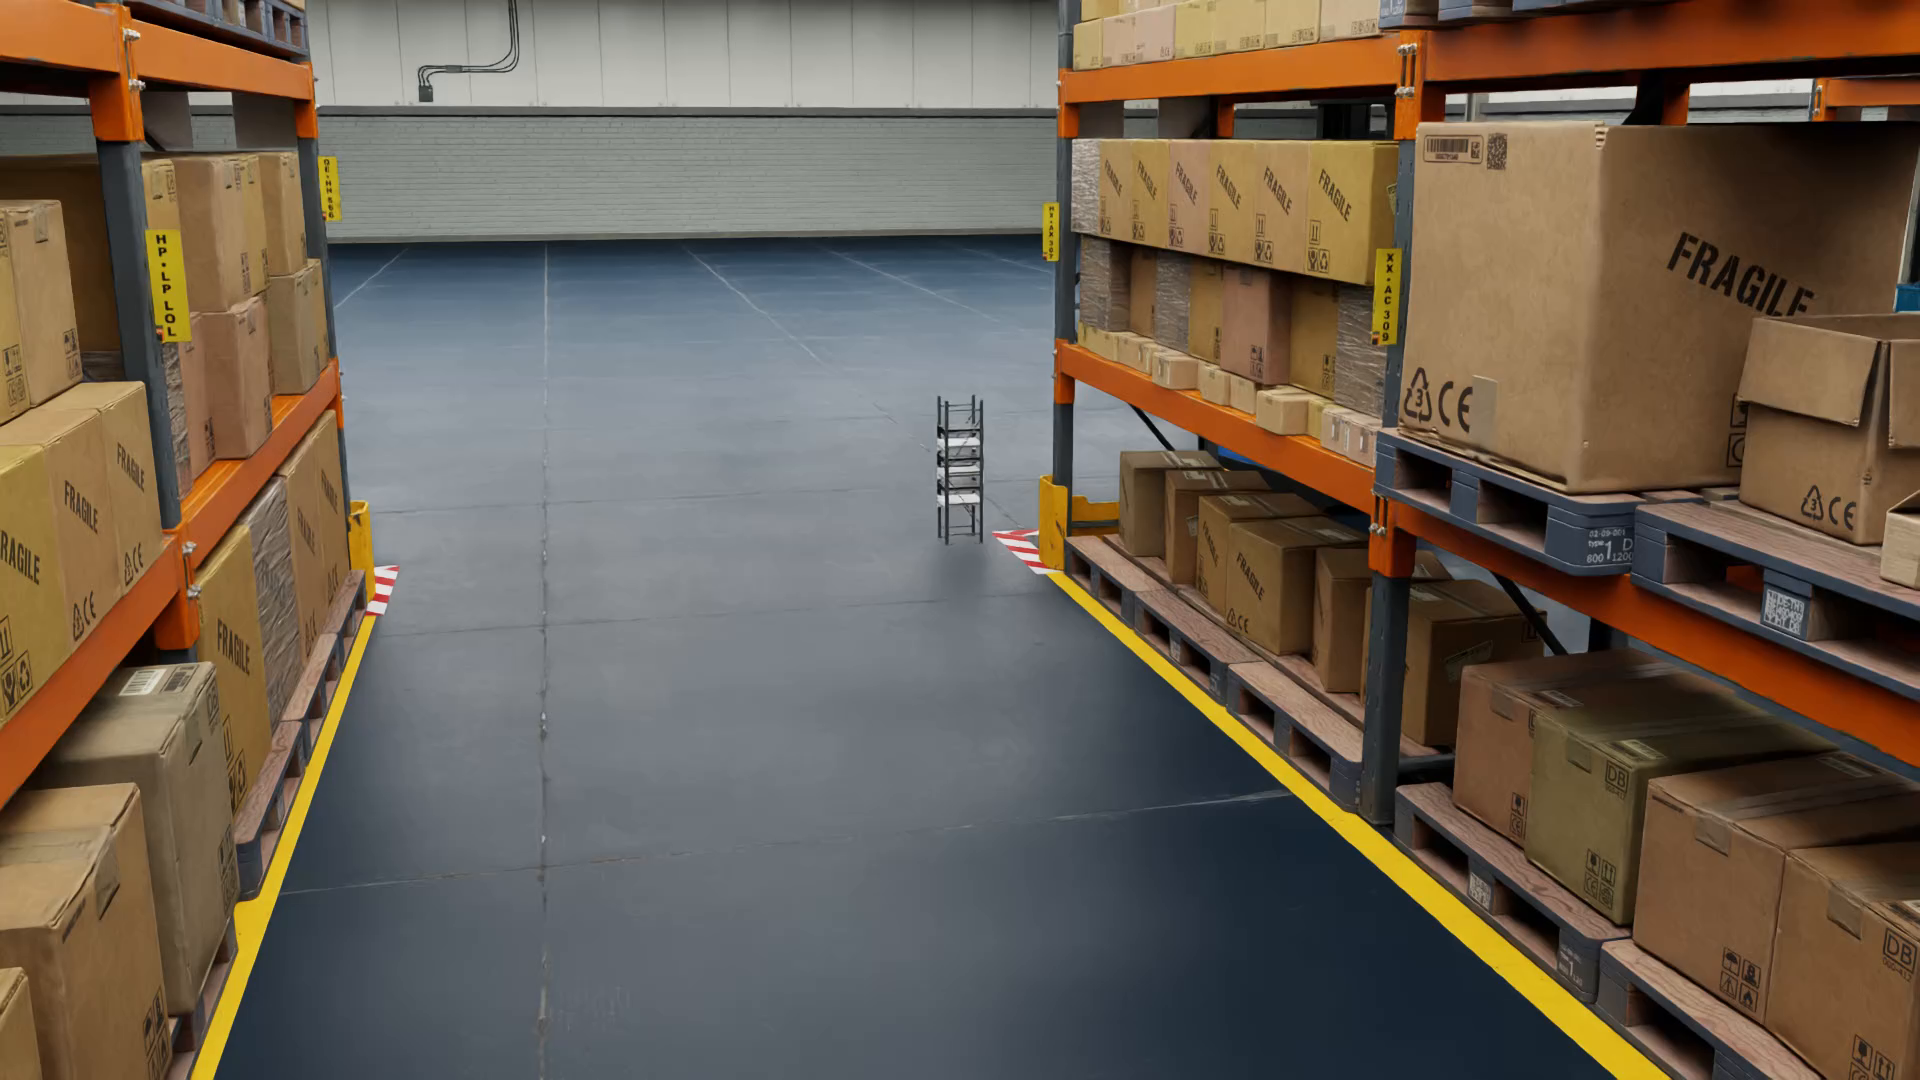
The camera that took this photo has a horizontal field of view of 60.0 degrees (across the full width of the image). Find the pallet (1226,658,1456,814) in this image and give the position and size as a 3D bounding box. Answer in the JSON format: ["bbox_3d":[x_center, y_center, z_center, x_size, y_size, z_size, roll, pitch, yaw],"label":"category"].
[{"bbox_3d":[1.796,0.758,6.879,1.003,0.211,1.213,-3,14,-13],"label":"pallet"}]

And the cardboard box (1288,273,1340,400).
[{"bbox_3d":[1.860,-0.861,6.794,0.875,0.500,0.500,-3,14,-13],"label":"cardboard box"}]

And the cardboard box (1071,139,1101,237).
[{"bbox_3d":[0.913,-1.903,8.951,0.500,0.500,0.500,-3,14,-13],"label":"cardboard box"}]

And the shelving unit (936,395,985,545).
[{"bbox_3d":[0.002,-0.435,10.313,0.258,0.900,0.210,-3,14,-13],"label":"shelving unit"}]

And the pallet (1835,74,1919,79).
[{"bbox_3d":[5.963,-2.811,9.692,1.003,0.211,1.213,-3,14,-13],"label":"pallet"}]

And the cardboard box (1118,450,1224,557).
[{"bbox_3d":[1.179,-0.211,9.352,0.500,0.500,0.500,-1,14,-3],"label":"cardboard box"}]

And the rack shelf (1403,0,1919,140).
[{"bbox_3d":[2.458,-1.090,3.762,1.077,0.370,4.000,-3,14,-13],"label":"rack shelf"}]

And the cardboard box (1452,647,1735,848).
[{"bbox_3d":[2.112,0.700,5.581,0.700,0.500,0.500,-4,14,-18],"label":"cardboard box"}]

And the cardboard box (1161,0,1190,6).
[{"bbox_3d":[1.161,-2.566,7.764,0.380,0.149,0.250,-4,14,-16],"label":"cardboard box"}]

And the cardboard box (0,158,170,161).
[{"bbox_3d":[-3.152,-0.995,5.588,0.875,0.550,0.550,-3,14,-13],"label":"cardboard box"}]

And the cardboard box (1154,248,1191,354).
[{"bbox_3d":[1.461,-1.204,8.199,0.875,0.500,0.500,-3,14,-13],"label":"cardboard box"}]

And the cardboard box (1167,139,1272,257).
[{"bbox_3d":[1.266,-1.557,7.535,0.500,0.500,0.500,-3,14,-13],"label":"cardboard box"}]

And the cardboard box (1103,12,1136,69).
[{"bbox_3d":[1.038,-2.506,8.361,0.500,0.250,0.500,-4,14,-14],"label":"cardboard box"}]

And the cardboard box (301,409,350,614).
[{"bbox_3d":[-3.573,-0.132,8.240,0.875,0.875,0.875,-3,14,-13],"label":"cardboard box"}]

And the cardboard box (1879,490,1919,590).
[{"bbox_3d":[2.274,-0.029,3.624,0.396,0.266,0.258,-4,14,-15],"label":"cardboard box"}]

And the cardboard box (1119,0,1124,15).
[{"bbox_3d":[1.035,-2.751,8.523,0.380,0.149,0.250,-4,14,-14],"label":"cardboard box"}]

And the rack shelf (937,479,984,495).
[{"bbox_3d":[0.002,-0.315,10.342,0.258,0.077,0.200,-3,14,-13],"label":"rack shelf"}]

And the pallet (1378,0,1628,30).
[{"bbox_3d":[2.030,-1.661,4.981,1.213,0.211,1.003,-3,14,-13],"label":"pallet"}]

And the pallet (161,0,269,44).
[{"bbox_3d":[-3.322,-2.075,6.465,1.003,0.211,1.213,-3,14,-13],"label":"pallet"}]

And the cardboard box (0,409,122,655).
[{"bbox_3d":[-2.356,-0.017,3.965,0.500,0.500,0.500,-3,14,-14],"label":"cardboard box"}]

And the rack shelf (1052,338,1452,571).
[{"bbox_3d":[1.519,-0.555,7.895,1.077,0.370,4.000,-3,14,-13],"label":"rack shelf"}]

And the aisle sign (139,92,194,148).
[{"bbox_3d":[-4.104,-2.375,8.352,0.394,0.787,0.004,-3,14,-13],"label":"aisle sign"}]

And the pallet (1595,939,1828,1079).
[{"bbox_3d":[2.463,1.373,4.363,1.003,0.211,1.213,-3,14,-13],"label":"pallet"}]

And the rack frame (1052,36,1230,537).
[{"bbox_3d":[1.049,-1.366,9.699,1.000,3.000,0.127,-3,14,-13],"label":"rack frame"}]

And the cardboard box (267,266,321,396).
[{"bbox_3d":[-3.515,-0.977,7.790,0.875,0.550,0.550,-3,14,-13],"label":"cardboard box"}]

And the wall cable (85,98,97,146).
[{"bbox_3d":[-20.573,-9.405,36.506,3.097,2.526,0.112,-3,14,-13],"label":"wall cable"}]

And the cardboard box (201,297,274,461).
[{"bbox_3d":[-3.119,-0.604,6.264,0.875,0.550,0.550,-3,14,-13],"label":"cardboard box"}]

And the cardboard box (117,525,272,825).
[{"bbox_3d":[-2.936,0.489,5.698,0.875,0.875,0.875,-3,14,-12],"label":"cardboard box"}]

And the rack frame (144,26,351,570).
[{"bbox_3d":[-3.796,-1.113,8.662,1.000,3.000,0.127,-3,14,-13],"label":"rack frame"}]

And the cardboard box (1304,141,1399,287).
[{"bbox_3d":[1.615,-1.211,6.118,0.500,0.500,0.500,-3,14,-13],"label":"cardboard box"}]

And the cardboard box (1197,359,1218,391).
[{"bbox_3d":[1.330,-0.763,7.761,0.380,0.149,0.250,-3,14,-13],"label":"cardboard box"}]

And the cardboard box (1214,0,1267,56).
[{"bbox_3d":[1.390,-2.157,6.930,0.500,0.250,0.500,-3,14,-14],"label":"cardboard box"}]

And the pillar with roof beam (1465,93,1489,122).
[{"bbox_3d":[6.677,-10.292,33.593,9.100,9.000,0.400,-3,14,-13],"label":"pillar with roof beam"}]

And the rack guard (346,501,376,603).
[{"bbox_3d":[-3.802,0.096,8.982,1.175,0.500,0.348,-3,14,-13],"label":"rack guard"}]

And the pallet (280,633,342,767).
[{"bbox_3d":[-3.249,0.703,7.106,1.003,0.211,1.213,-3,14,-13],"label":"pallet"}]

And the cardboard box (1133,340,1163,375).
[{"bbox_3d":[1.099,-0.933,8.456,0.380,0.149,0.250,-3,14,-13],"label":"cardboard box"}]

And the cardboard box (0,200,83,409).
[{"bbox_3d":[-2.734,-0.610,4.287,0.700,0.500,0.500,-4,14,-14],"label":"cardboard box"}]

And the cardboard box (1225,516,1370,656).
[{"bbox_3d":[1.569,0.202,7.663,0.500,0.500,0.500,-5,14,-18],"label":"cardboard box"}]

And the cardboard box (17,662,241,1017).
[{"bbox_3d":[-2.623,0.837,4.537,1.050,0.750,0.750,-3,14,-13],"label":"cardboard box"}]

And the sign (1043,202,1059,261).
[{"bbox_3d":[0.521,-1.756,9.472,0.100,0.325,0.005,-3,14,-13],"label":"sign"}]

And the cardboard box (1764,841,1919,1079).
[{"bbox_3d":[2.468,1.069,4.072,0.700,0.500,0.500,-2,14,-8],"label":"cardboard box"}]

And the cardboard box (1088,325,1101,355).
[{"bbox_3d":[0.924,-1.106,9.164,0.380,0.149,0.250,-3,14,-13],"label":"cardboard box"}]

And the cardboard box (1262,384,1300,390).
[{"bbox_3d":[1.505,-0.590,7.052,0.380,0.149,0.250,-3,14,-13],"label":"cardboard box"}]

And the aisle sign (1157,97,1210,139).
[{"bbox_3d":[1.326,-2.660,9.517,0.394,0.787,0.004,-3,14,-13],"label":"aisle sign"}]

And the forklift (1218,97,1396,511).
[{"bbox_3d":[3.271,-1.812,11.666,3.031,2.935,1.130,-7,15,-26],"label":"forklift"}]

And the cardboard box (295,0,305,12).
[{"bbox_3d":[-3.389,-2.643,8.038,0.380,0.149,0.250,-3,14,-13],"label":"cardboard box"}]

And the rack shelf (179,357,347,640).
[{"bbox_3d":[-3.326,-0.302,6.859,1.077,0.370,4.000,-3,14,-13],"label":"rack shelf"}]

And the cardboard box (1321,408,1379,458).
[{"bbox_3d":[1.603,-0.413,6.326,0.380,0.149,0.250,-3,14,-13],"label":"cardboard box"}]

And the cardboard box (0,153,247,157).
[{"bbox_3d":[-3.528,-1.364,7.099,0.875,0.550,0.550,-3,14,-13],"label":"cardboard box"}]

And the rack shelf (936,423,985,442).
[{"bbox_3d":[0.002,-0.665,10.256,0.258,0.077,0.200,-3,14,-13],"label":"rack shelf"}]
